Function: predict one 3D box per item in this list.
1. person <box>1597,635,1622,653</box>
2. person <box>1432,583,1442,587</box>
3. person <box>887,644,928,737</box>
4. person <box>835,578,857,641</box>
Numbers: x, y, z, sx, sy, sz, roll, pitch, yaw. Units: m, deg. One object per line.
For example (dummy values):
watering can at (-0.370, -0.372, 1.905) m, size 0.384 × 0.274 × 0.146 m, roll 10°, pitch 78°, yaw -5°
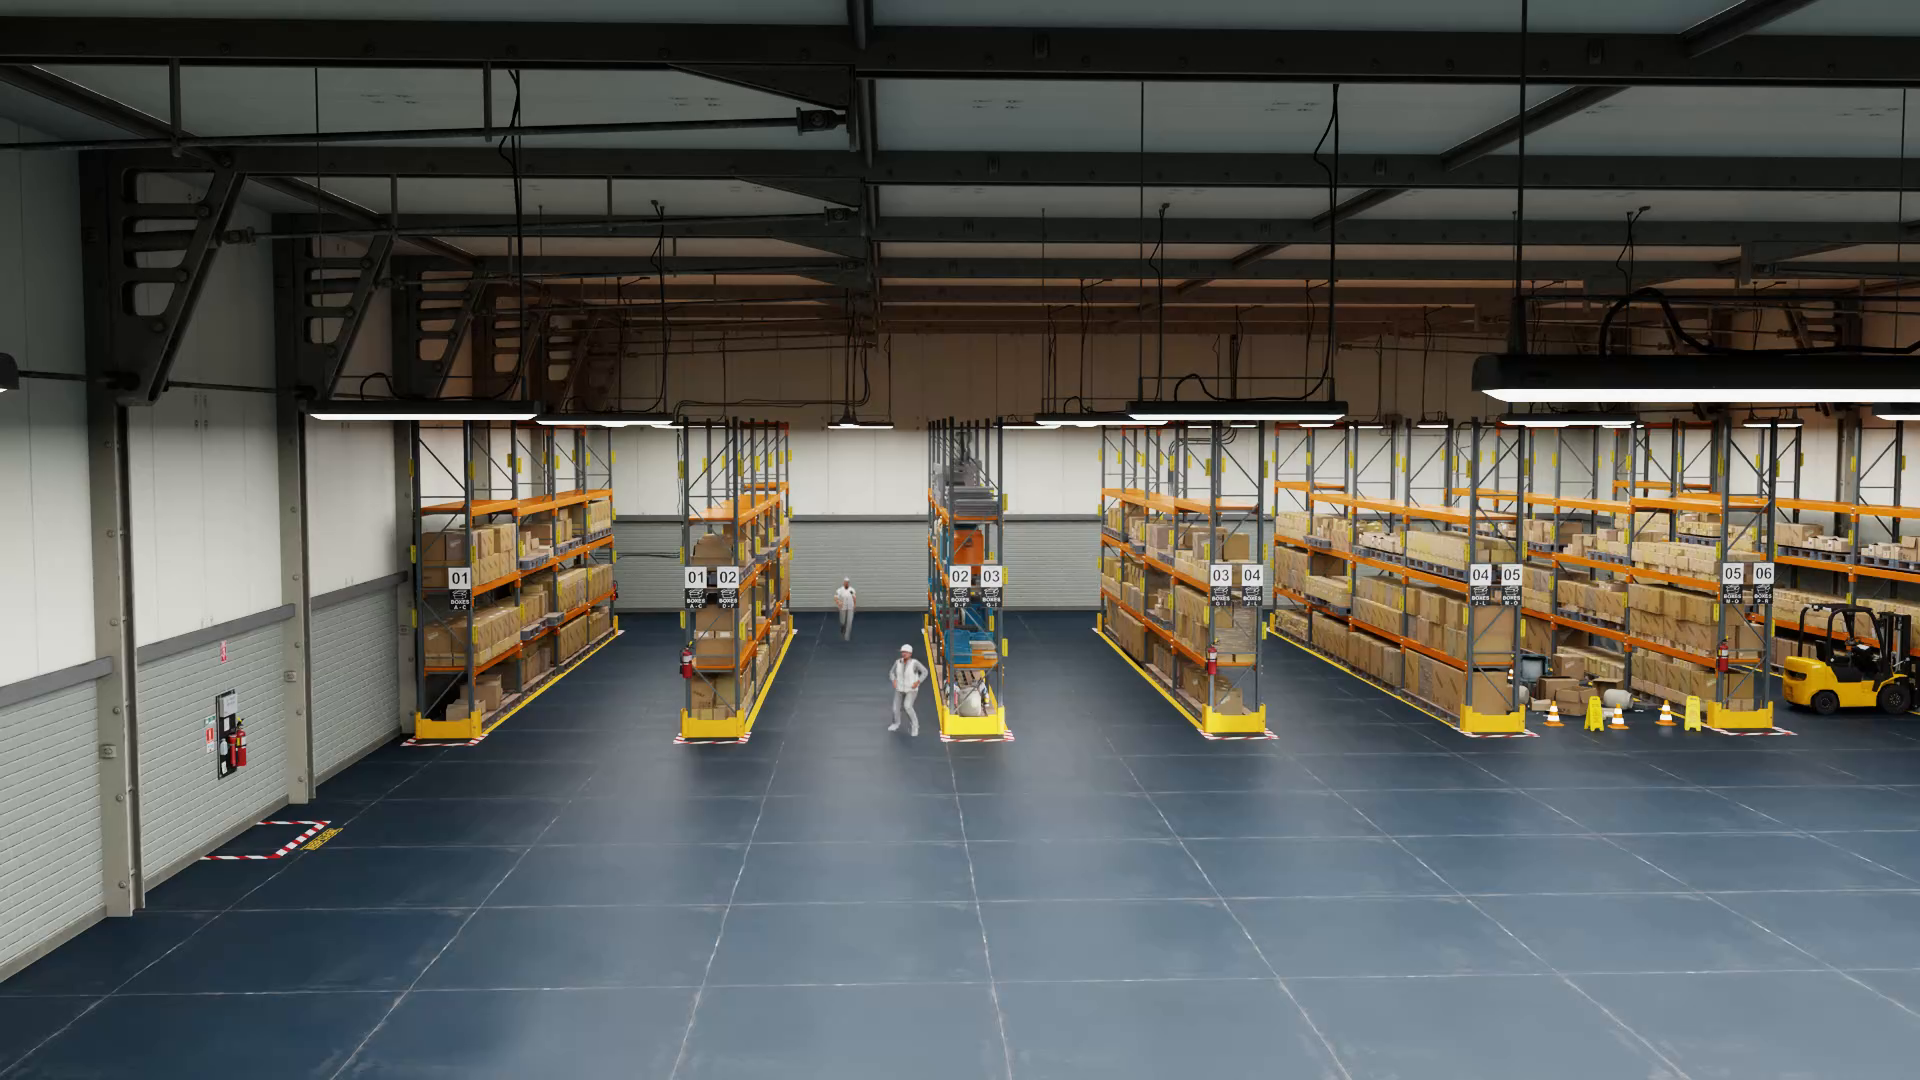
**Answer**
person at (16.644, 2.093, 42.683) m, size 0.671 × 1.770 × 0.901 m, roll 0°, pitch 4°, yaw -4°
person at (14.156, 1.713, 49.222) m, size 0.772 × 1.608 × 0.545 m, roll 1°, pitch 4°, yaw 9°
person at (-1.028, 2.825, 31.388) m, size 0.828 × 1.733 × 0.703 m, roll 1°, pitch 4°, yaw 17°
person at (-2.956, 1.810, 43.302) m, size 0.595 × 1.642 × 0.515 m, roll -1°, pitch 4°, yaw -11°
